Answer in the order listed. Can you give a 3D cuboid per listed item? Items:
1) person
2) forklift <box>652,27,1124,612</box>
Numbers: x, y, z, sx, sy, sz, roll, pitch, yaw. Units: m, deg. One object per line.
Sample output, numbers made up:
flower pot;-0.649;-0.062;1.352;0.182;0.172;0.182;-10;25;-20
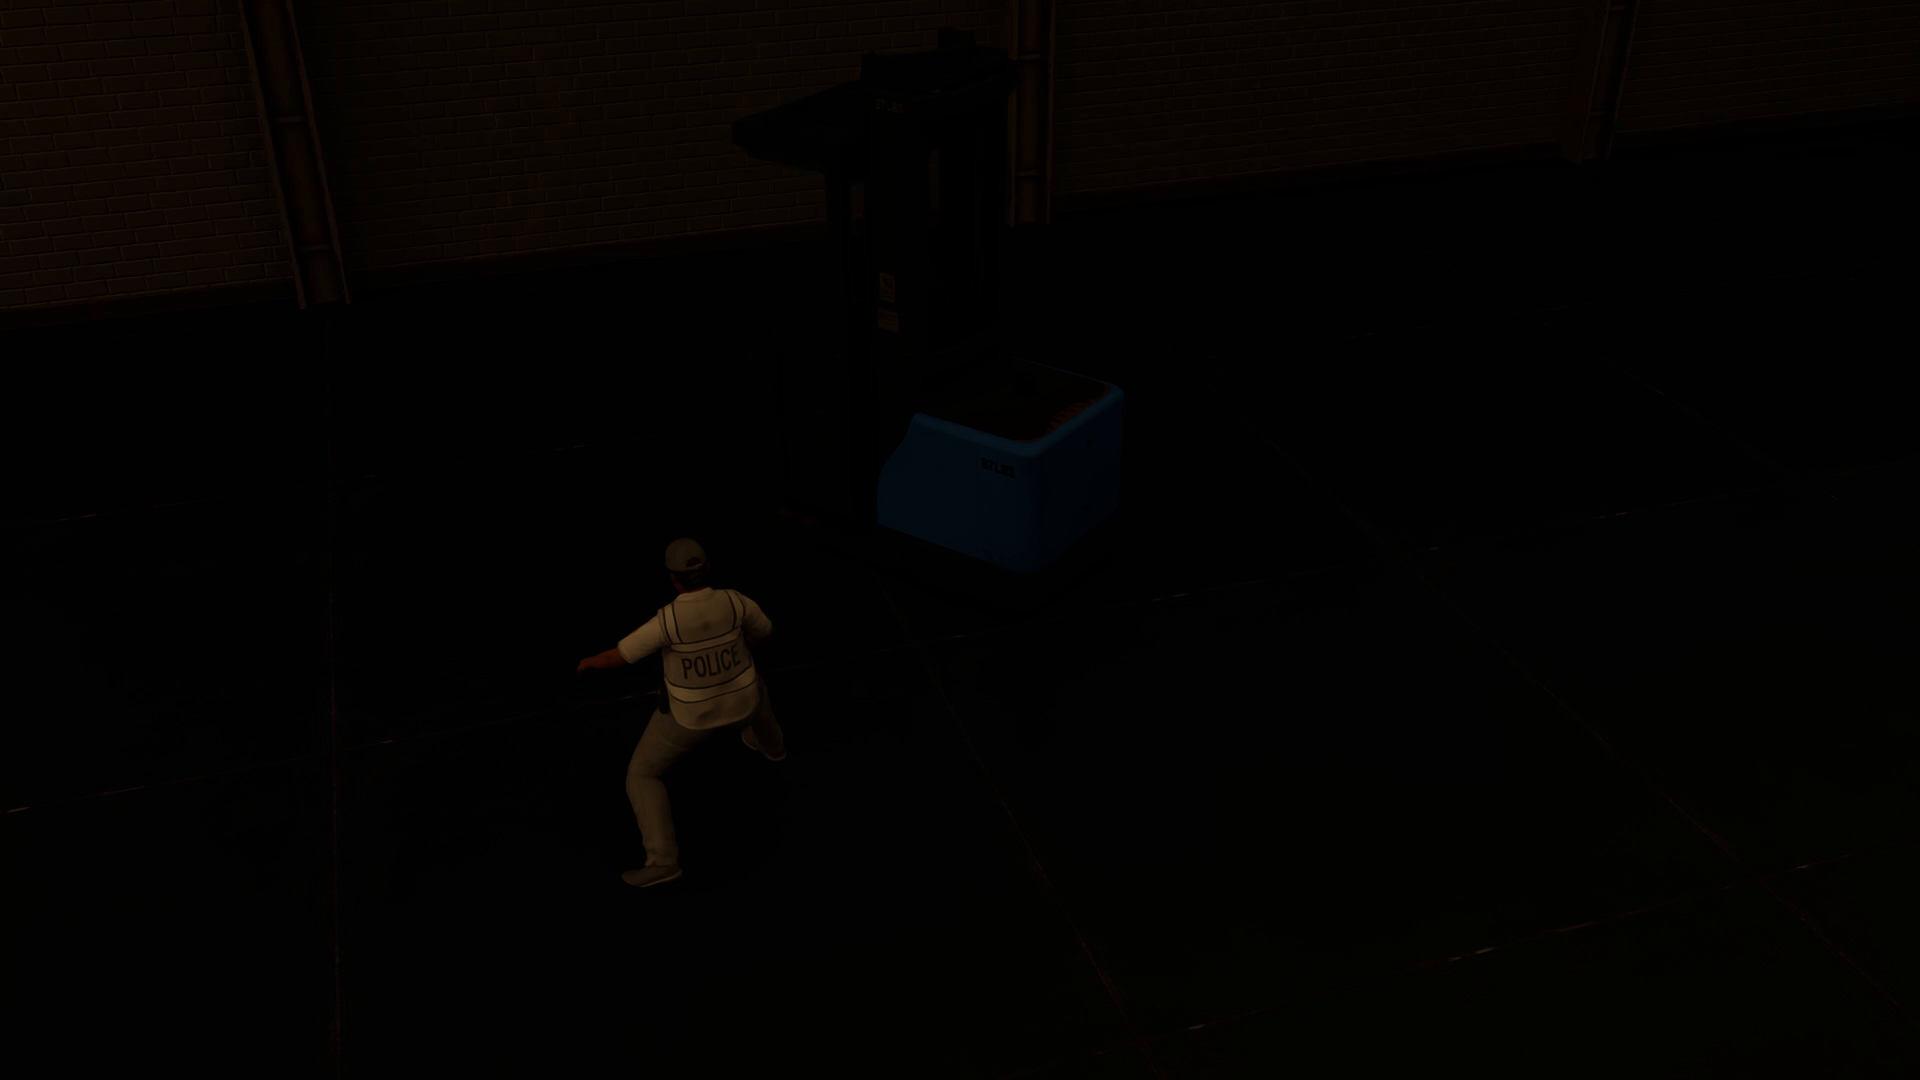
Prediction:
person;-1.199;0.726;7.501;0.982;1.343;0.887;-14;33;-23
forklift;-0.557;-1.433;9.578;3.031;2.935;1.130;19;35;30
